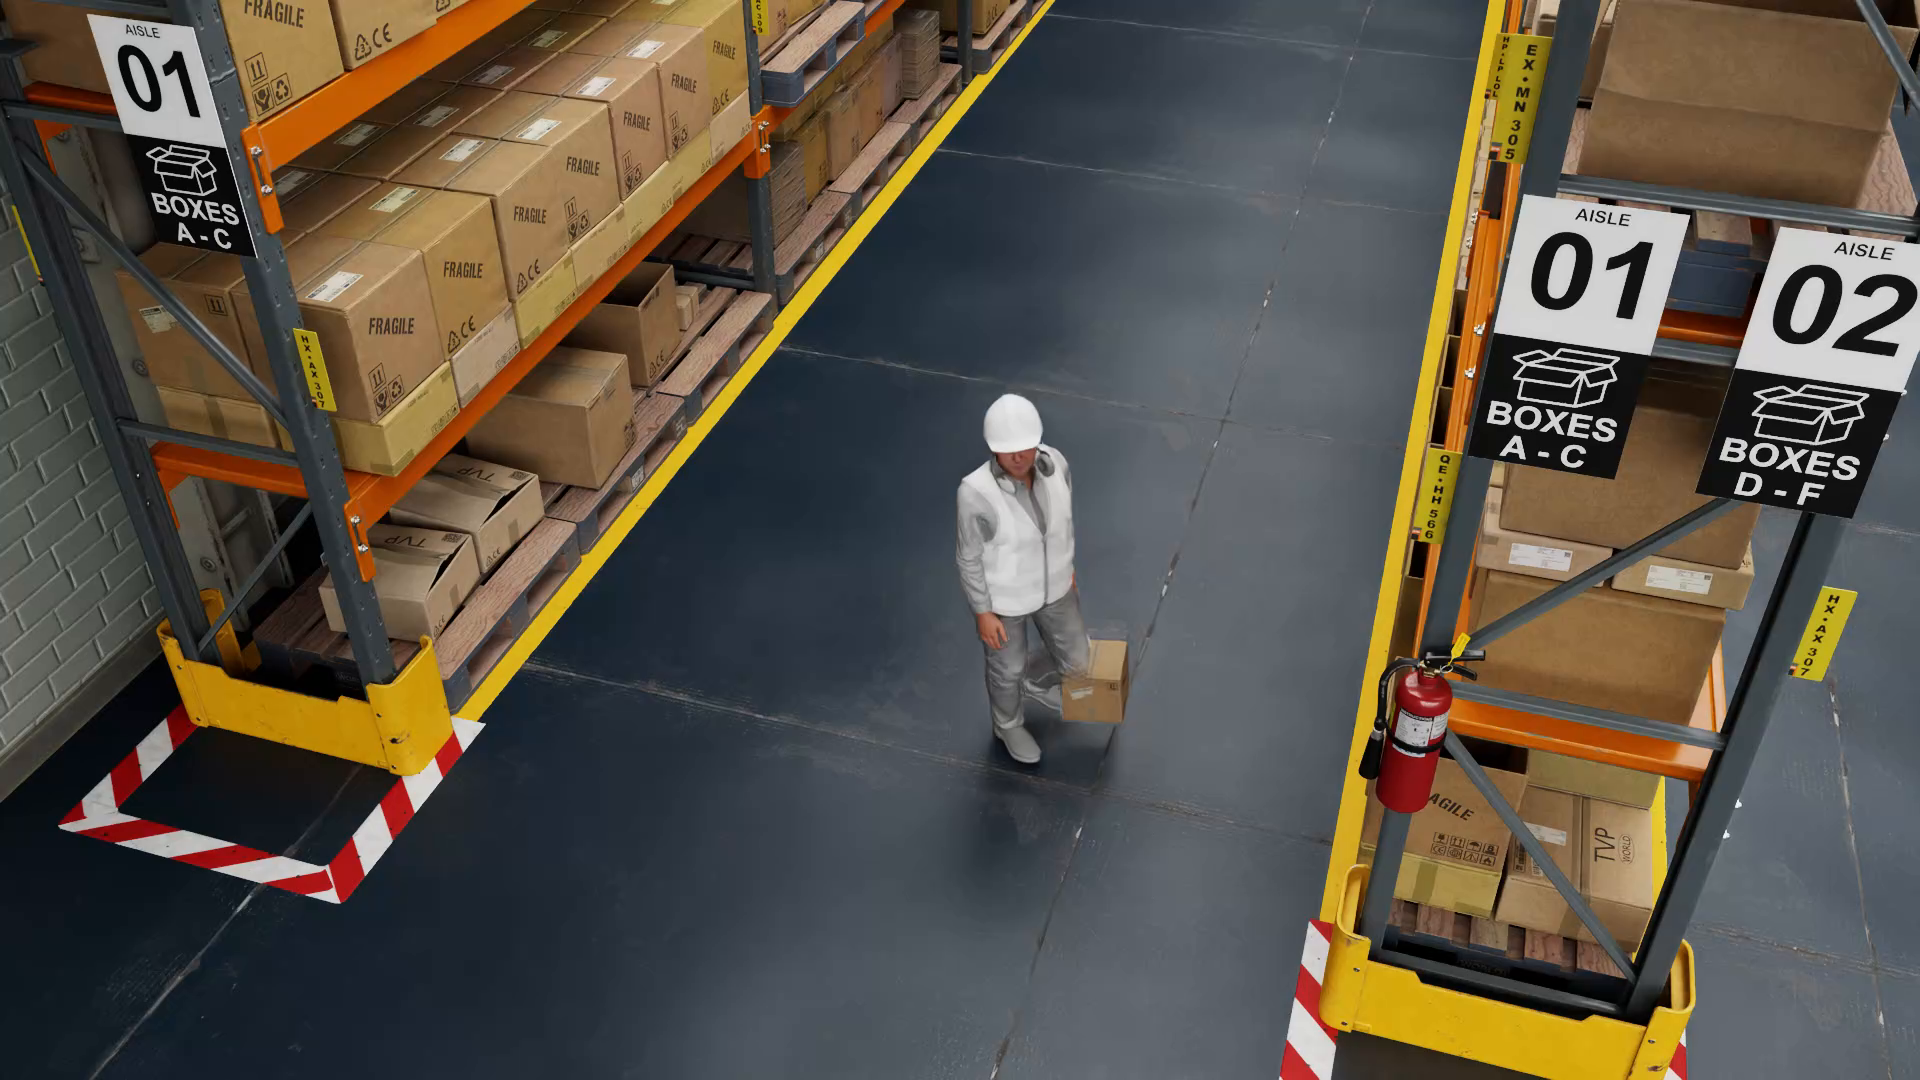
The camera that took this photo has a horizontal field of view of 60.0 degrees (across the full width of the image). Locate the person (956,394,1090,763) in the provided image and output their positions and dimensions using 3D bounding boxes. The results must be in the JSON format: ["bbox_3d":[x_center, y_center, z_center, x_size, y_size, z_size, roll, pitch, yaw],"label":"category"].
[{"bbox_3d":[0.250,0.168,6.633,0.628,1.772,0.431,-21,42,-26],"label":"person"}]
